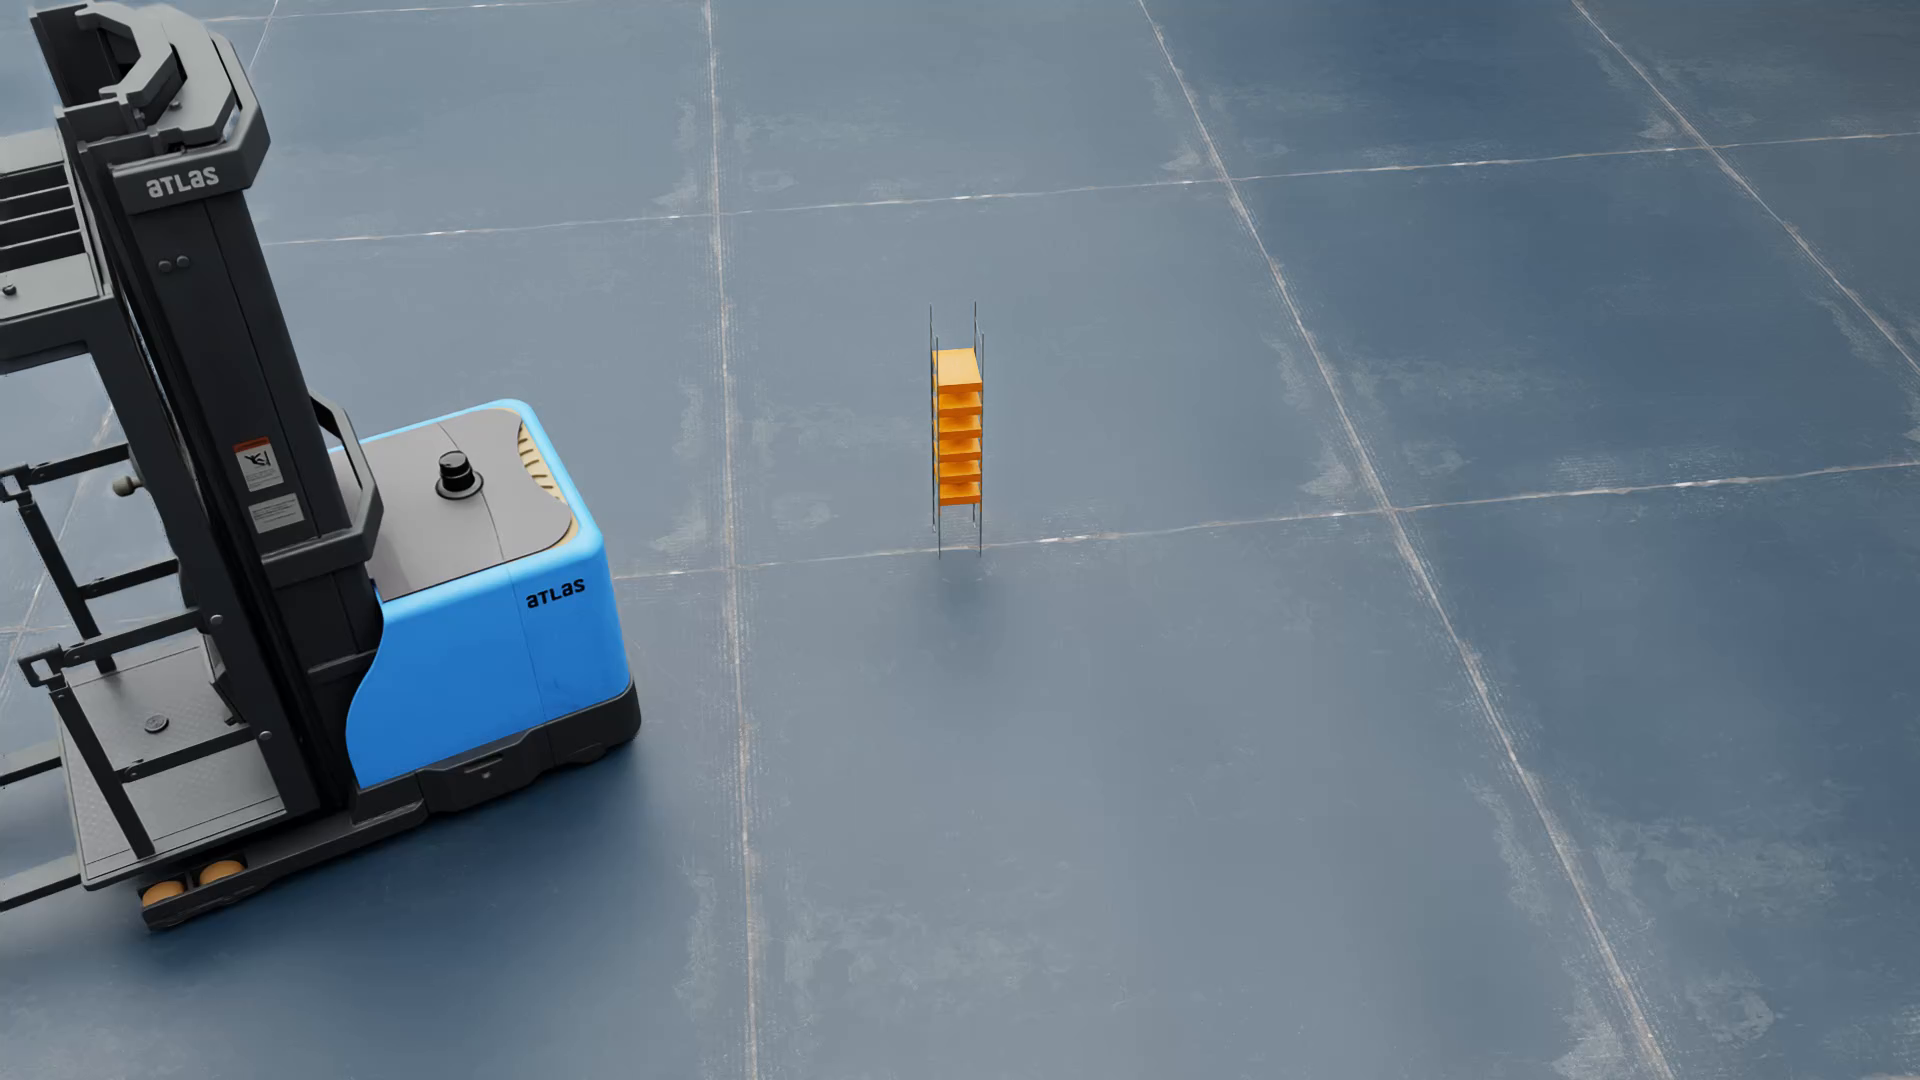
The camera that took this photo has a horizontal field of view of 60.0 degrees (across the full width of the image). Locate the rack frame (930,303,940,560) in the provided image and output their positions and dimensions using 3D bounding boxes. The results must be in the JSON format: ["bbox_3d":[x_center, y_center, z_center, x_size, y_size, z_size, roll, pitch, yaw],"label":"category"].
[{"bbox_3d":[-0.105,-0.436,7.053,0.006,1.200,0.240,-5,42,-6],"label":"rack frame"}]

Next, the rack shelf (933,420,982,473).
[{"bbox_3d":[-0.014,-0.411,7.092,0.180,0.103,0.258,-5,42,-6],"label":"rack shelf"}]

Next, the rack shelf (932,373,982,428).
[{"bbox_3d":[-0.014,-0.589,6.931,0.180,0.103,0.258,-5,42,-6],"label":"rack shelf"}]

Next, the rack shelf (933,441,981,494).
[{"bbox_3d":[-0.014,-0.322,7.172,0.180,0.103,0.258,-5,42,-6],"label":"rack shelf"}]

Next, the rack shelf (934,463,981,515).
[{"bbox_3d":[-0.014,-0.233,7.252,0.180,0.103,0.258,-5,42,-6],"label":"rack shelf"}]

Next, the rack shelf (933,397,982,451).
[{"bbox_3d":[-0.014,-0.500,7.011,0.180,0.103,0.258,-5,42,-6],"label":"rack shelf"}]

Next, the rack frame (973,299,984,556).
[{"bbox_3d":[0.076,-0.452,7.071,0.006,1.200,0.240,-5,42,-6],"label":"rack frame"}]

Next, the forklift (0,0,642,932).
[{"bbox_3d":[-2.802,-0.117,5.406,3.031,2.935,1.130,-20,46,-20],"label":"forklift"}]

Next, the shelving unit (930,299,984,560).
[{"bbox_3d":[-0.014,-0.444,7.062,0.189,1.200,0.258,-5,42,-6],"label":"shelving unit"}]

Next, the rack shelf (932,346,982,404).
[{"bbox_3d":[-0.014,-0.679,6.851,0.180,0.103,0.258,-5,42,-6],"label":"rack shelf"}]
